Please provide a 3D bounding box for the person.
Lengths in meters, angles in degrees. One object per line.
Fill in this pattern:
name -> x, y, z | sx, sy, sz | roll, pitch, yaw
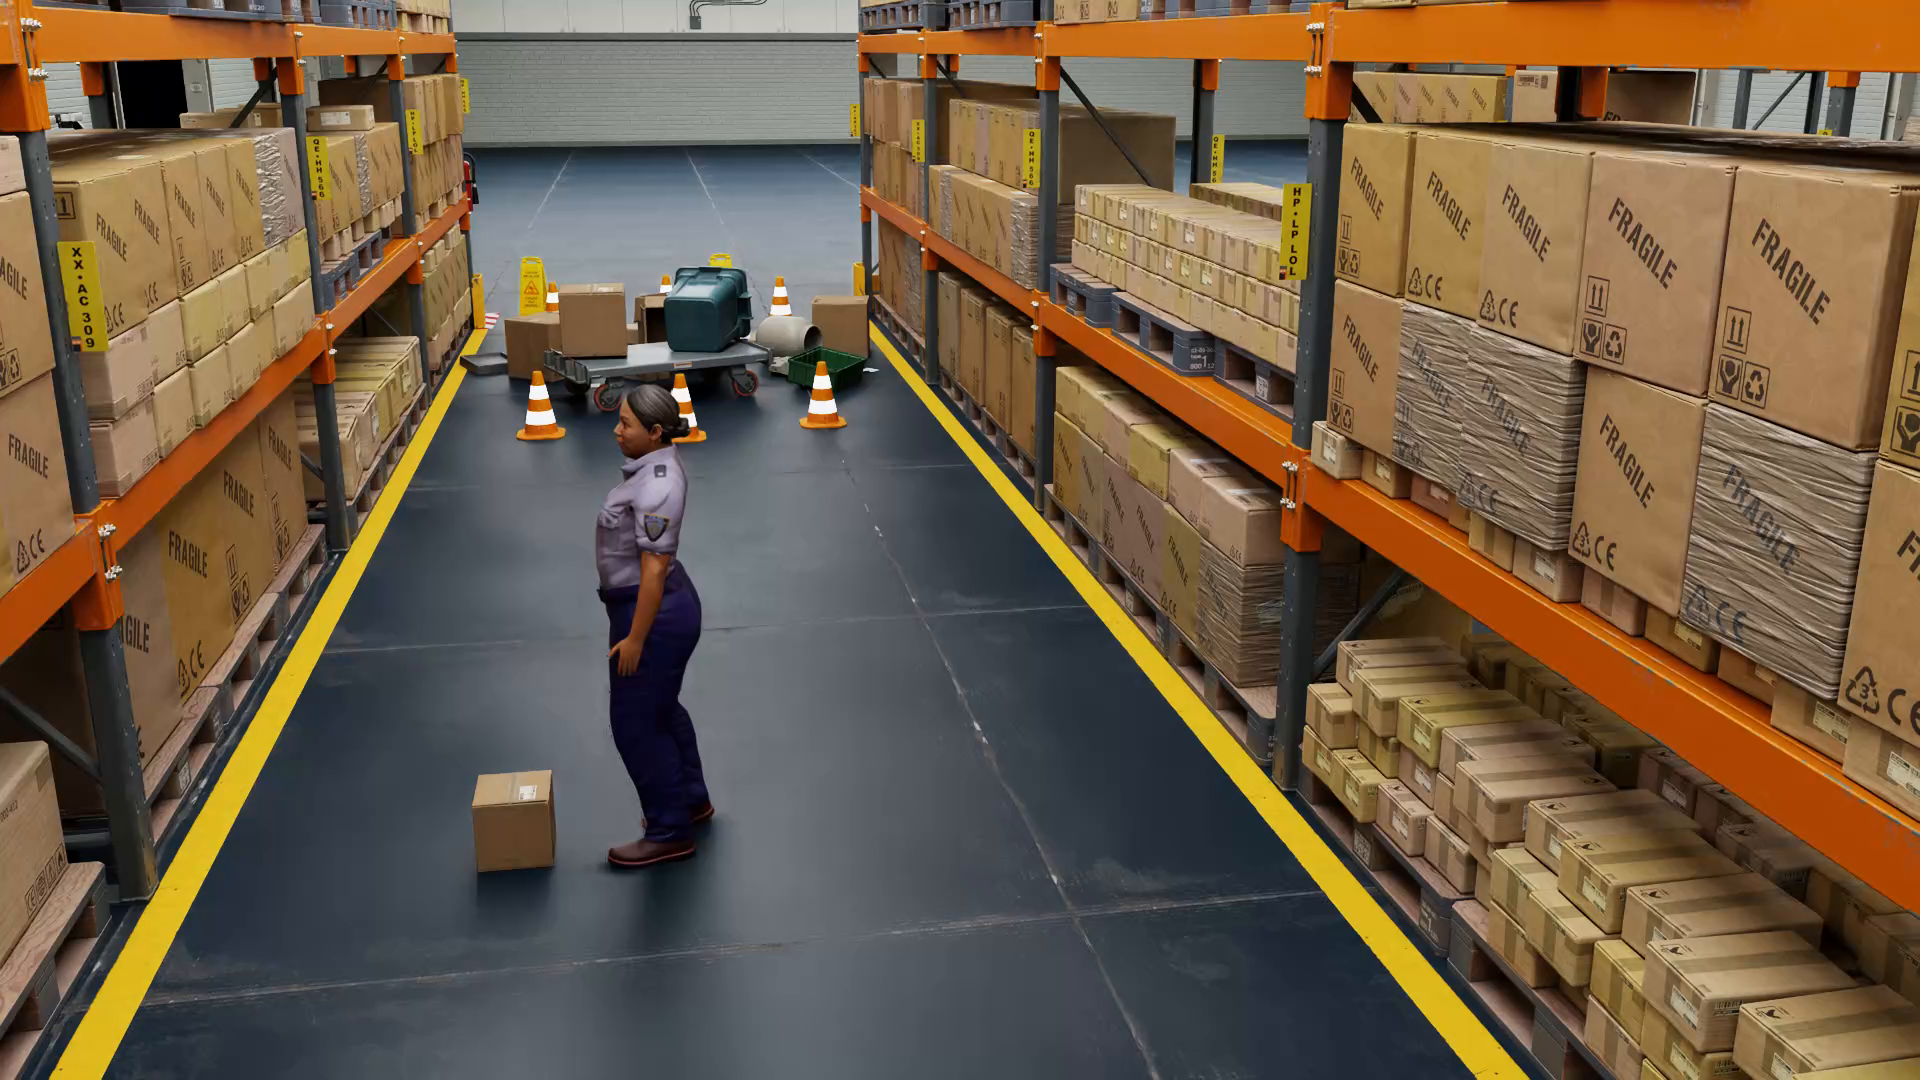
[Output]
person -> -1.047, 0.301, 5.631 | 0.370, 1.678, 0.475 | -3, 17, -9
